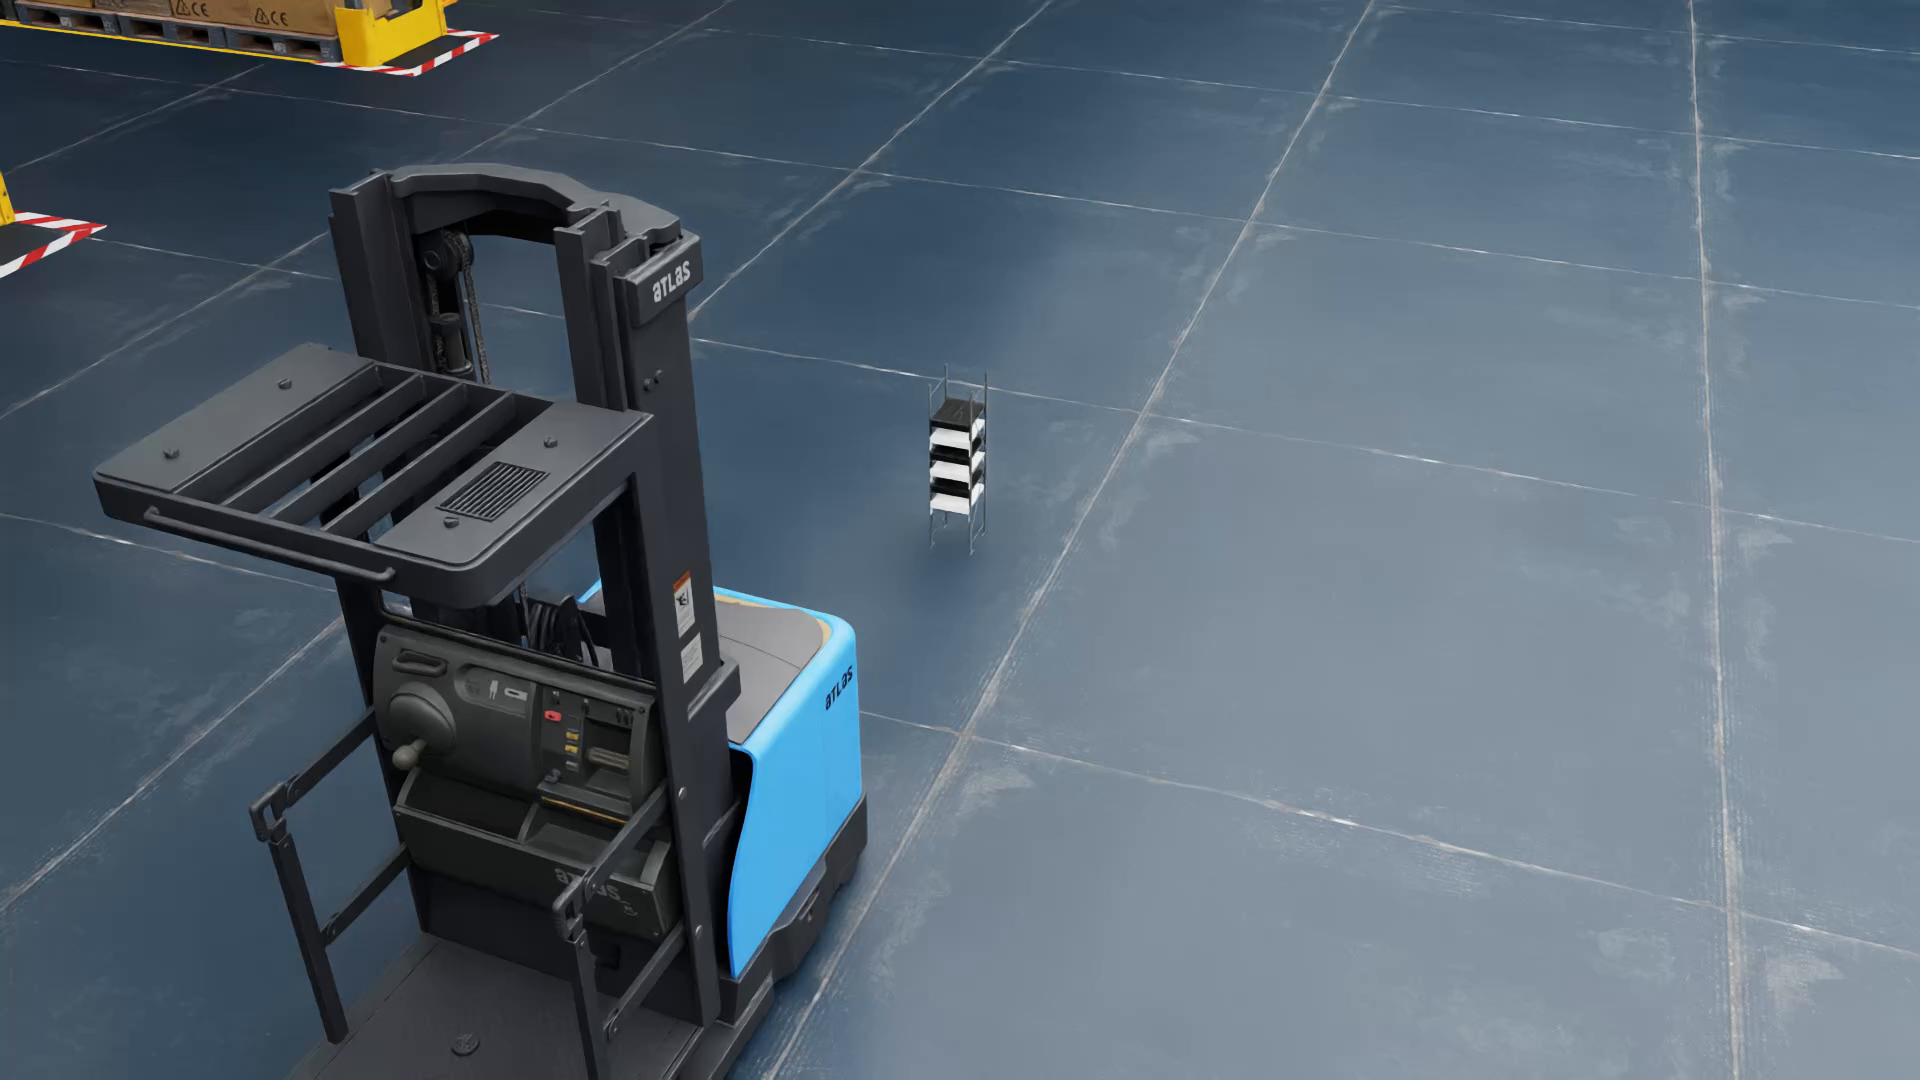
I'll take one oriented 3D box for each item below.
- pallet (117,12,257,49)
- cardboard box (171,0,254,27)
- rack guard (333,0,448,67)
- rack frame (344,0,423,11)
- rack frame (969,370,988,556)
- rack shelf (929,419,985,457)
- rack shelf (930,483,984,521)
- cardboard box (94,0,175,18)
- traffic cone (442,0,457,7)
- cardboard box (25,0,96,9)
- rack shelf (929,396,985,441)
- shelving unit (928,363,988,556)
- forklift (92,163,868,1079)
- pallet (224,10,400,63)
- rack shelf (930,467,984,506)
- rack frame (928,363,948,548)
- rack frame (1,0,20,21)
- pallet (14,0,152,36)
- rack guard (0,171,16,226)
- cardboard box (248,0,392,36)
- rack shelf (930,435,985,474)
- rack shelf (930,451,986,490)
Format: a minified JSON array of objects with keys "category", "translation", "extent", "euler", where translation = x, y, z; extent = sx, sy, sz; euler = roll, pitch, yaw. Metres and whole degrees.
[{"category":"pallet","translation":[-7.100,-4.931,15.693],"extent":[1.213,0.211,1.003],"euler":[11,34,16]},{"category":"cardboard box","translation":[-6.666,-5.306,15.275],"extent":[0.875,0.875,0.875],"euler":[10,34,16]},{"category":"rack guard","translation":[-5.153,-4.718,15.096],"extent":[0.348,0.500,1.175],"euler":[11,34,16]},{"category":"rack frame","translation":[-5.176,-5.772,14.425],"extent":[0.127,3.000,1.000],"euler":[11,34,16]},{"category":"rack frame","translation":[0.088,-0.361,7.979],"extent":[0.006,0.900,0.240],"euler":[11,34,16]},{"category":"rack shelf","translation":[-0.008,-0.503,7.929],"extent":[0.200,0.077,0.258],"euler":[11,34,16]},{"category":"rack shelf","translation":[-0.008,-0.200,8.124],"extent":[0.200,0.077,0.258],"euler":[11,34,16]},{"category":"cardboard box","translation":[-7.523,-5.474,15.535],"extent":[0.875,0.875,0.875],"euler":[11,35,17]},{"category":"traffic cone","translation":[-5.197,-5.529,16.387],"extent":[0.334,0.463,0.336],"euler":[11,34,16]},{"category":"cardboard box","translation":[-8.373,-5.637,15.787],"extent":[0.875,0.875,0.875],"euler":[12,35,17]},{"category":"rack shelf","translation":[-0.008,-0.578,7.880],"extent":[0.200,0.077,0.258],"euler":[11,34,16]},{"category":"shelving unit","translation":[-0.008,-0.380,8.008],"extent":[0.210,0.900,0.258],"euler":[11,34,16]},{"category":"forklift","translation":[-1.380,0.590,4.634],"extent":[1.130,2.935,3.031],"euler":[13,35,19]},{"category":"pallet","translation":[-5.955,-4.707,15.346],"extent":[1.213,0.211,1.003],"euler":[11,34,16]},{"category":"rack shelf","translation":[-0.008,-0.276,8.075],"extent":[0.200,0.077,0.258],"euler":[11,34,16]},{"category":"rack frame","translation":[-0.103,-0.398,8.037],"extent":[0.006,0.900,0.240],"euler":[11,34,16]},{"category":"rack frame","translation":[-8.941,-6.504,15.559],"extent":[0.127,3.000,1.000],"euler":[11,34,16]},{"category":"pallet","translation":[-8.252,-5.154,16.038],"extent":[1.213,0.211,1.003],"euler":[11,34,16]},{"category":"rack guard","translation":[-7.016,-2.222,11.230],"extent":[0.348,0.500,1.175],"euler":[11,34,16]},{"category":"cardboard box","translation":[-5.837,-5.146,15.027],"extent":[0.875,0.875,0.875],"euler":[11,35,17]},{"category":"rack shelf","translation":[-0.008,-0.427,7.977],"extent":[0.200,0.077,0.258],"euler":[11,34,16]},{"category":"rack shelf","translation":[-0.008,-0.352,8.026],"extent":[0.200,0.077,0.258],"euler":[11,34,16]}]
